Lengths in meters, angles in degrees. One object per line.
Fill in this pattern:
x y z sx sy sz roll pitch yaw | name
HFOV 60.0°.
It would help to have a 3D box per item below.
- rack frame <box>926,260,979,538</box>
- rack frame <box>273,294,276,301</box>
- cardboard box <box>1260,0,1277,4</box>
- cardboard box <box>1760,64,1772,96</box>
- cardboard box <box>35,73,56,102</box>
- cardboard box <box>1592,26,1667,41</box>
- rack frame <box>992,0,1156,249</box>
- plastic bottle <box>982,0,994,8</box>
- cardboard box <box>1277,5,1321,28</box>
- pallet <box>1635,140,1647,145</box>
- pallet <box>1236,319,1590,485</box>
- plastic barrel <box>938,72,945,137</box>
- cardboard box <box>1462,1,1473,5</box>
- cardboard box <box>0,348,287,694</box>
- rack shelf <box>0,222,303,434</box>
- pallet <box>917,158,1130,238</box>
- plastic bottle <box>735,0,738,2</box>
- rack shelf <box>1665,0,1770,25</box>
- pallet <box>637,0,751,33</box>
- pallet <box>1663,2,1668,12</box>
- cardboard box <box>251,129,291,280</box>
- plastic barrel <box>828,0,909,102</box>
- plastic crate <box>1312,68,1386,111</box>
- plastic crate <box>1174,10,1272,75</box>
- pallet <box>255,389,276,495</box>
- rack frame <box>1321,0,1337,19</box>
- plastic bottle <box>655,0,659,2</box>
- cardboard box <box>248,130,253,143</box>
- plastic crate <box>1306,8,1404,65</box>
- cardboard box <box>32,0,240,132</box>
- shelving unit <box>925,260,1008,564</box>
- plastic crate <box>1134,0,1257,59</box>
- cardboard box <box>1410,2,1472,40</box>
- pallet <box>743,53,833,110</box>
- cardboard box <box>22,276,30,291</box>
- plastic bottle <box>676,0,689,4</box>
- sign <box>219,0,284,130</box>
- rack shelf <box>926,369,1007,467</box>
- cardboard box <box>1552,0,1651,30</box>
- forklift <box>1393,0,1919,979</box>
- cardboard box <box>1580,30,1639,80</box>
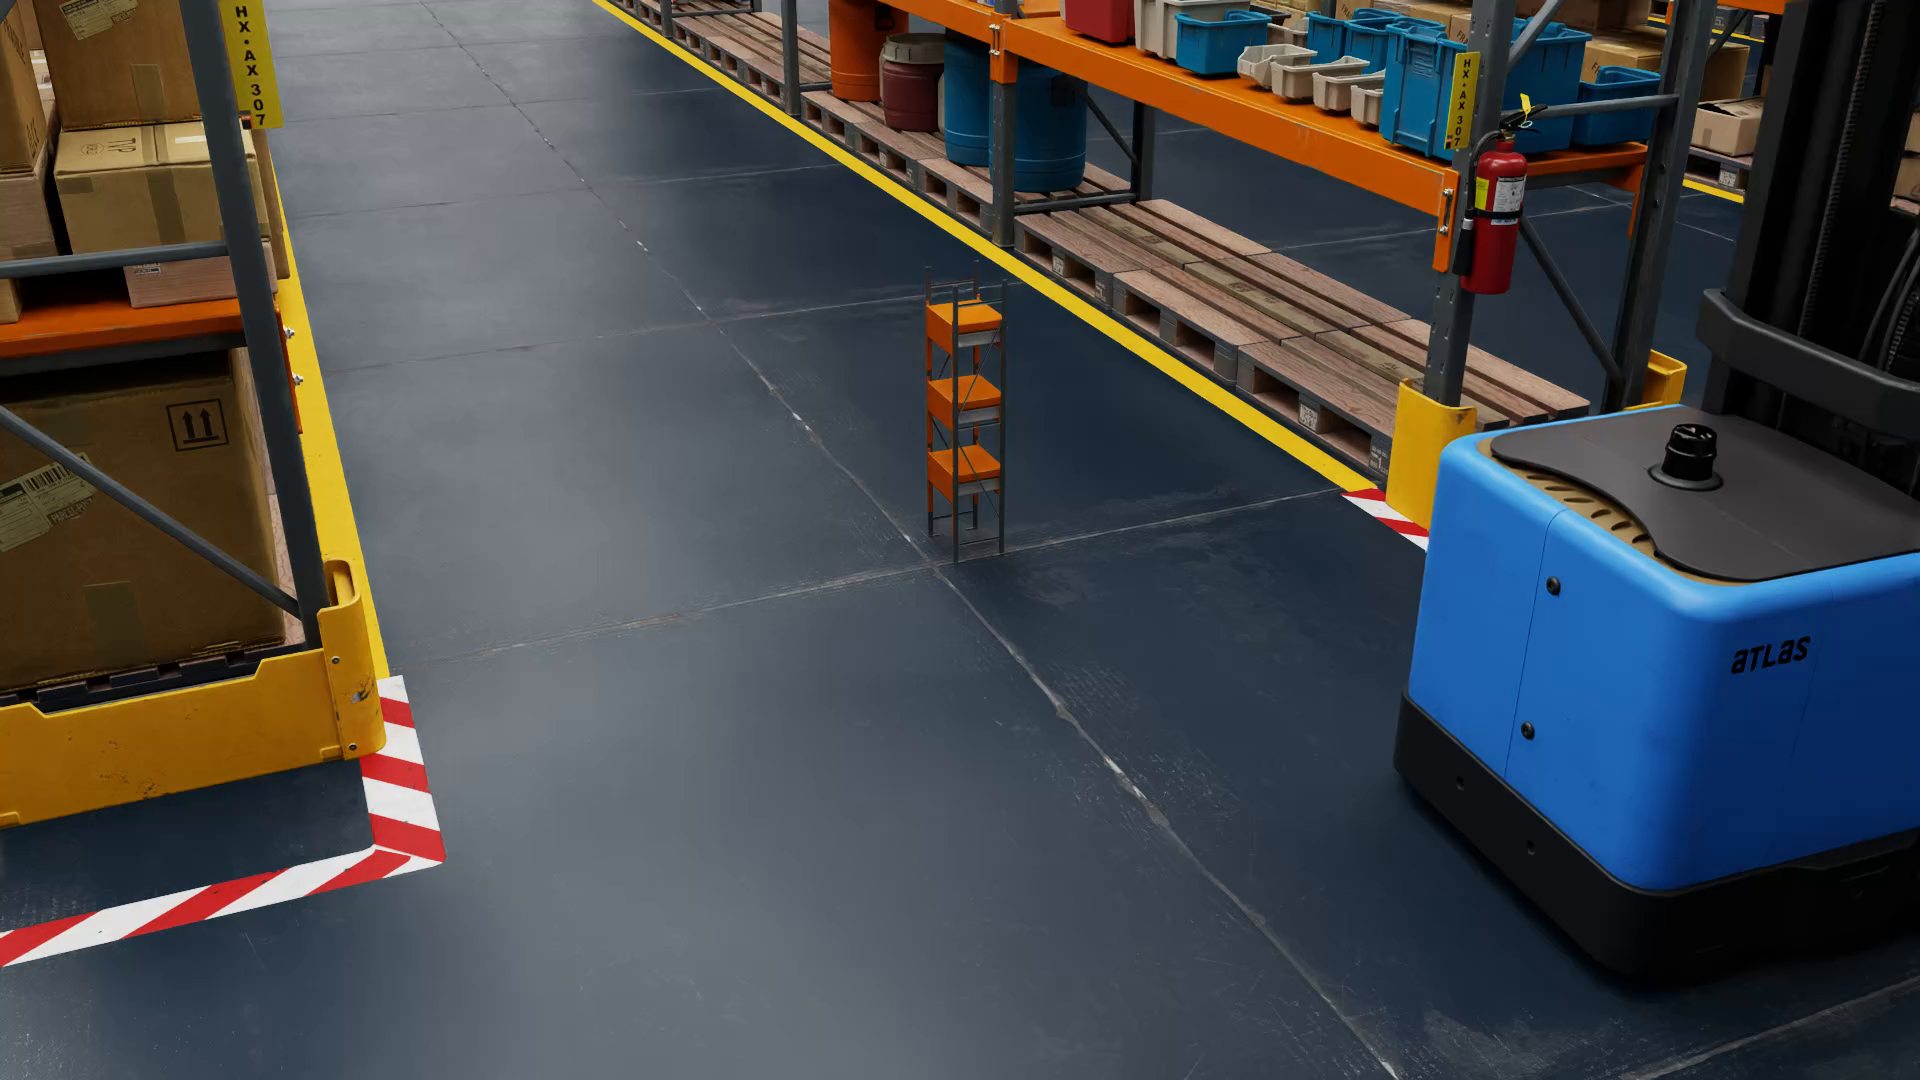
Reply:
-0.027 -0.499 6.076 0.200 1.050 0.008 -11 28 -21 | rack frame
-3.885 -2.311 7.564 1.000 3.000 0.127 -11 28 -21 | rack frame
3.024 -5.209 15.516 0.500 0.311 0.500 -11 28 -21 | cardboard box
5.716 -2.904 11.127 0.500 0.500 0.500 -11 28 -21 | cardboard box
-3.150 -1.322 5.372 0.500 0.250 0.500 -12 28 -22 | cardboard box
5.047 -3.536 12.422 0.500 0.500 0.500 -10 28 -20 | cardboard box
0.673 -3.162 9.307 1.000 3.000 0.127 -11 28 -21 | rack frame
0.221 -3.210 9.546 0.152 0.276 0.135 -11 28 -21 | plastic bottle
3.235 -4.750 15.215 0.500 0.250 0.500 -10 28 -19 | cardboard box
4.878 -3.080 12.318 1.003 0.211 1.213 -11 28 -21 | pallet
1.952 -0.633 7.307 1.003 0.211 1.213 -11 28 -21 | pallet
0.059 -2.984 11.300 0.421 0.512 0.421 0 26 0 | plastic barrel
4.450 -4.154 13.687 0.500 0.500 0.500 -12 28 -22 | cardboard box
-2.643 -0.174 5.131 0.875 0.875 0.875 -11 28 -21 | cardboard box
-3.102 -1.180 6.068 1.077 0.370 4.000 -11 28 -21 | rack shelf
0.409 -2.227 10.571 1.003 0.211 1.213 -11 28 -21 | pallet
-2.261 -5.618 17.025 0.097 0.201 0.097 0 26 0 | plastic bottle
4.448 -4.495 12.858 1.077 0.370 4.000 -11 28 -21 | rack shelf
-2.685 -5.417 17.103 1.003 0.211 1.213 -11 28 -21 | pallet
7.443 -6.033 18.366 1.003 0.211 1.213 -11 28 -21 | pallet
-4.154 -1.800 8.460 1.225 0.875 0.875 -10 28 -20 | cardboard box
-0.687 -3.795 12.600 0.600 0.830 0.708 -11 28 -21 | plastic barrel
1.653 -1.873 6.899 0.396 0.136 0.243 -11 28 -21 | plastic crate
1.199 -2.284 7.631 0.416 0.233 0.300 -11 28 -21 | plastic crate
-3.177 -0.244 6.509 1.003 0.211 1.213 -11 28 -21 | pallet
3.665 -5.626 14.354 1.000 3.000 0.127 -11 28 -21 | rack frame
-3.053 -5.687 16.996 0.144 0.351 0.185 -12 29 -23 | plastic bottle
-2.661 -1.415 5.560 0.500 0.250 0.500 -12 28 -22 | cardboard box
1.812 -2.308 7.680 0.416 0.233 0.300 -11 28 -21 | plastic crate
-2.454 -1.541 4.965 0.500 0.500 0.500 -11 28 -22 | cardboard box
0.021 -0.450 5.975 0.215 1.050 0.252 -11 28 -21 | shelving unit
1.101 -2.487 7.992 0.437 0.282 0.530 -11 28 -21 | plastic crate
3.983 -4.054 13.482 0.500 0.500 0.500 -11 28 -21 | cardboard box
-1.162 -3.843 13.880 1.003 0.211 1.213 -11 28 -21 | pallet
-2.864 -0.775 4.704 0.380 0.149 0.250 -10 28 -20 | cardboard box
-2.845 -5.634 16.888 0.144 0.351 0.185 -11 28 -21 | plastic bottle
-1.805 -1.213 4.239 0.100 0.325 0.005 -11 28 -21 | sign
0.021 -0.441 5.980 0.215 0.259 0.240 -11 28 -21 | rack shelf
4.875 -4.064 12.647 0.500 0.250 0.500 -11 28 -20 | cardboard box
2.815 -0.640 4.219 3.031 2.935 1.130 -9 27 -18 | forklift
4.589 -3.437 12.218 0.500 0.500 0.500 -10 28 -20 | cardboard box
